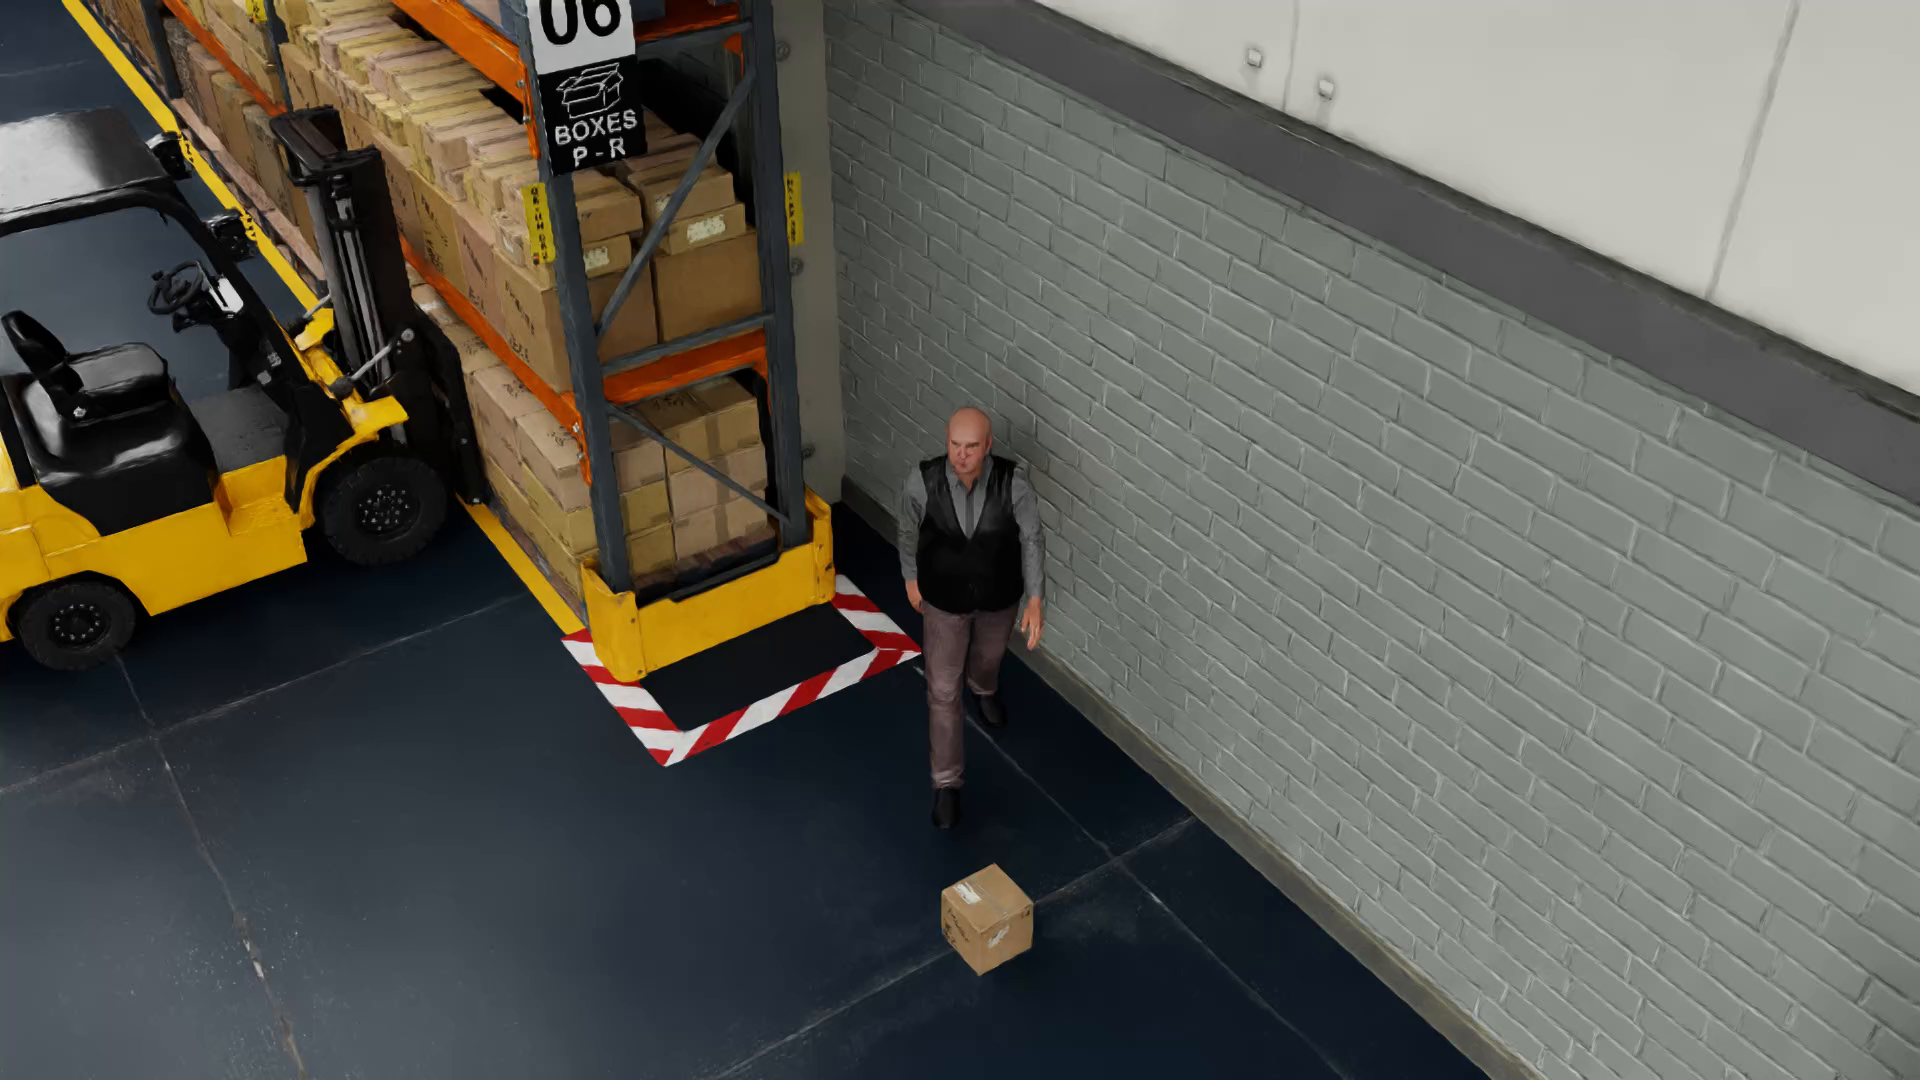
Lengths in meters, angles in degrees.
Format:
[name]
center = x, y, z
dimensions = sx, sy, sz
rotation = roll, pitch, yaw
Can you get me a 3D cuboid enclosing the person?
[person]
center = 0.059, 0.301, 6.668
dimensions = 0.575, 1.592, 0.952
rotation = -4, 36, -5
